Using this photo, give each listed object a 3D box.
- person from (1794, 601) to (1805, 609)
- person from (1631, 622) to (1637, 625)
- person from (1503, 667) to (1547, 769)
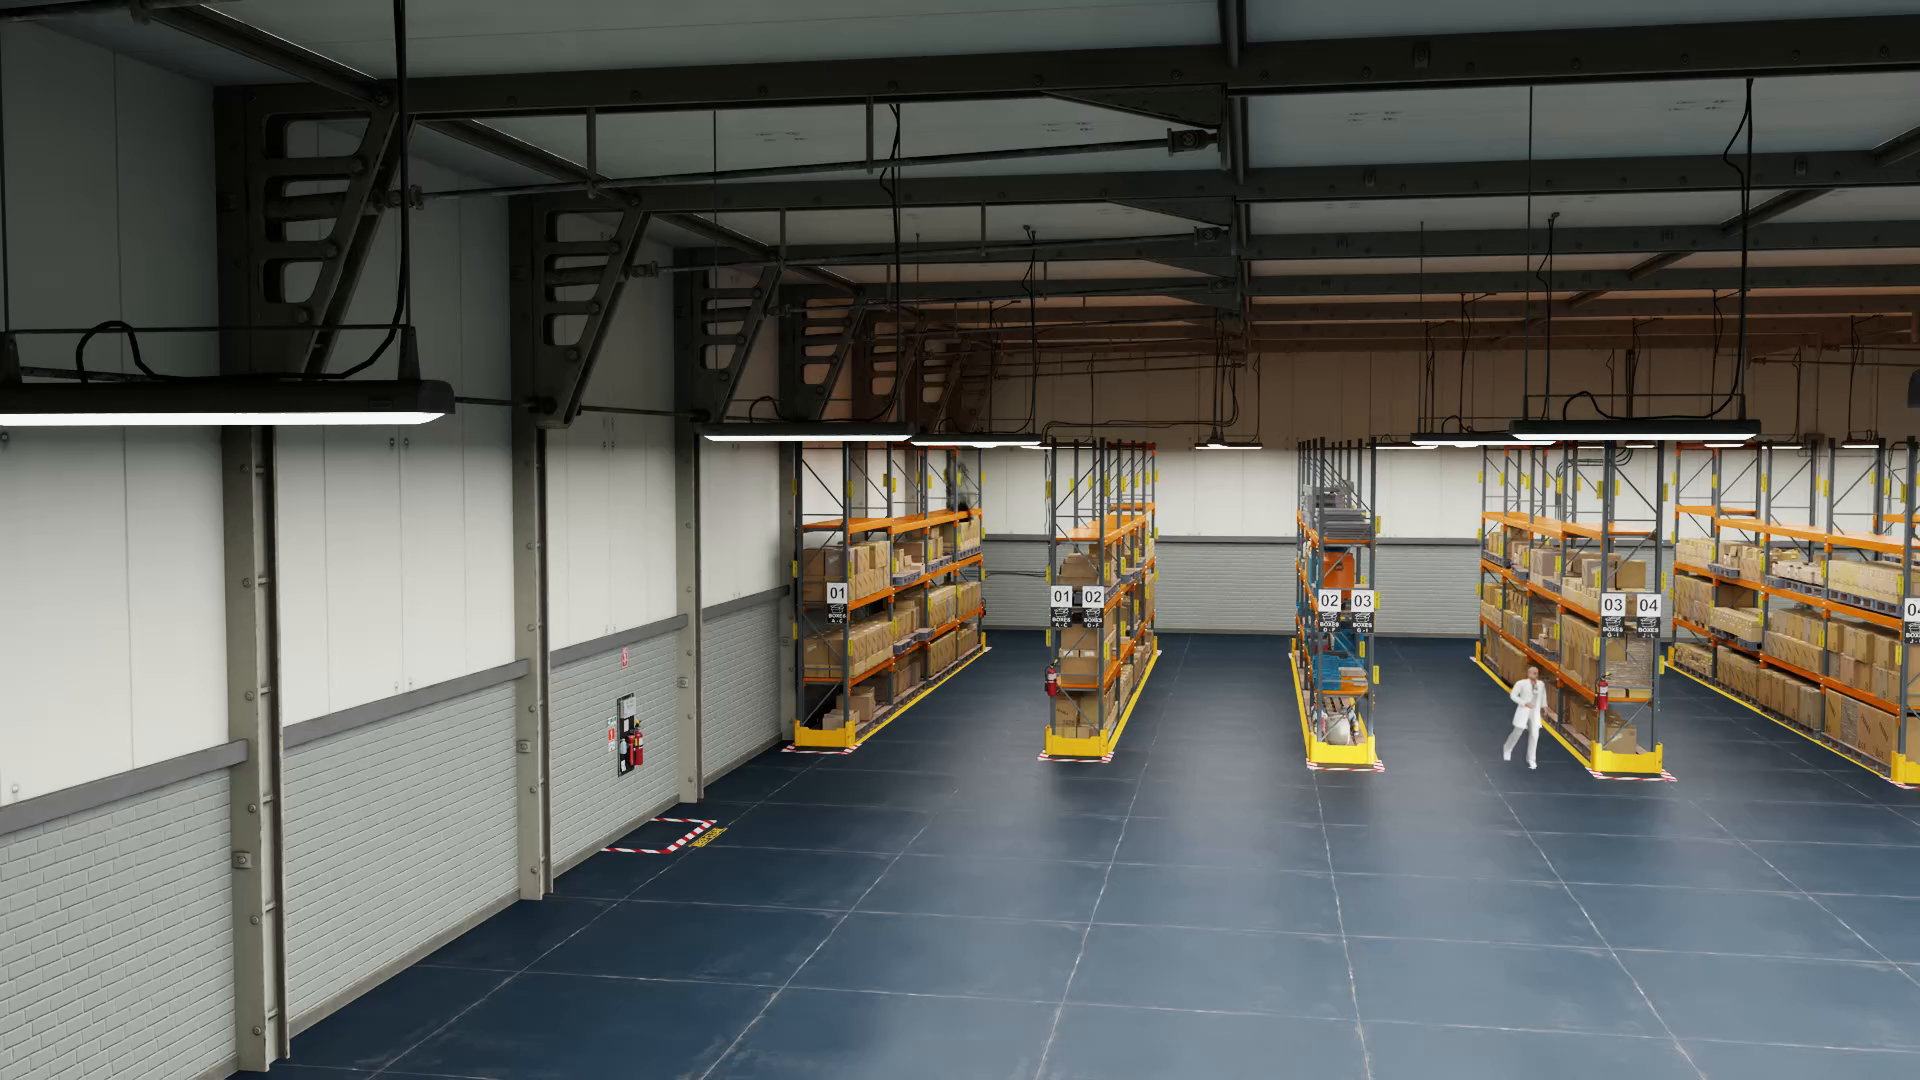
[{"bbox_3d":[22.900,2.484,45.358,0.690,1.701,0.608,1,3,13],"label":"person"},{"bbox_3d":[17.947,2.572,44.886,0.582,1.589,0.600,2,4,35],"label":"person"},{"bbox_3d":[10.415,3.223,30.436,0.744,1.819,0.938,0,3,-6],"label":"person"}]
